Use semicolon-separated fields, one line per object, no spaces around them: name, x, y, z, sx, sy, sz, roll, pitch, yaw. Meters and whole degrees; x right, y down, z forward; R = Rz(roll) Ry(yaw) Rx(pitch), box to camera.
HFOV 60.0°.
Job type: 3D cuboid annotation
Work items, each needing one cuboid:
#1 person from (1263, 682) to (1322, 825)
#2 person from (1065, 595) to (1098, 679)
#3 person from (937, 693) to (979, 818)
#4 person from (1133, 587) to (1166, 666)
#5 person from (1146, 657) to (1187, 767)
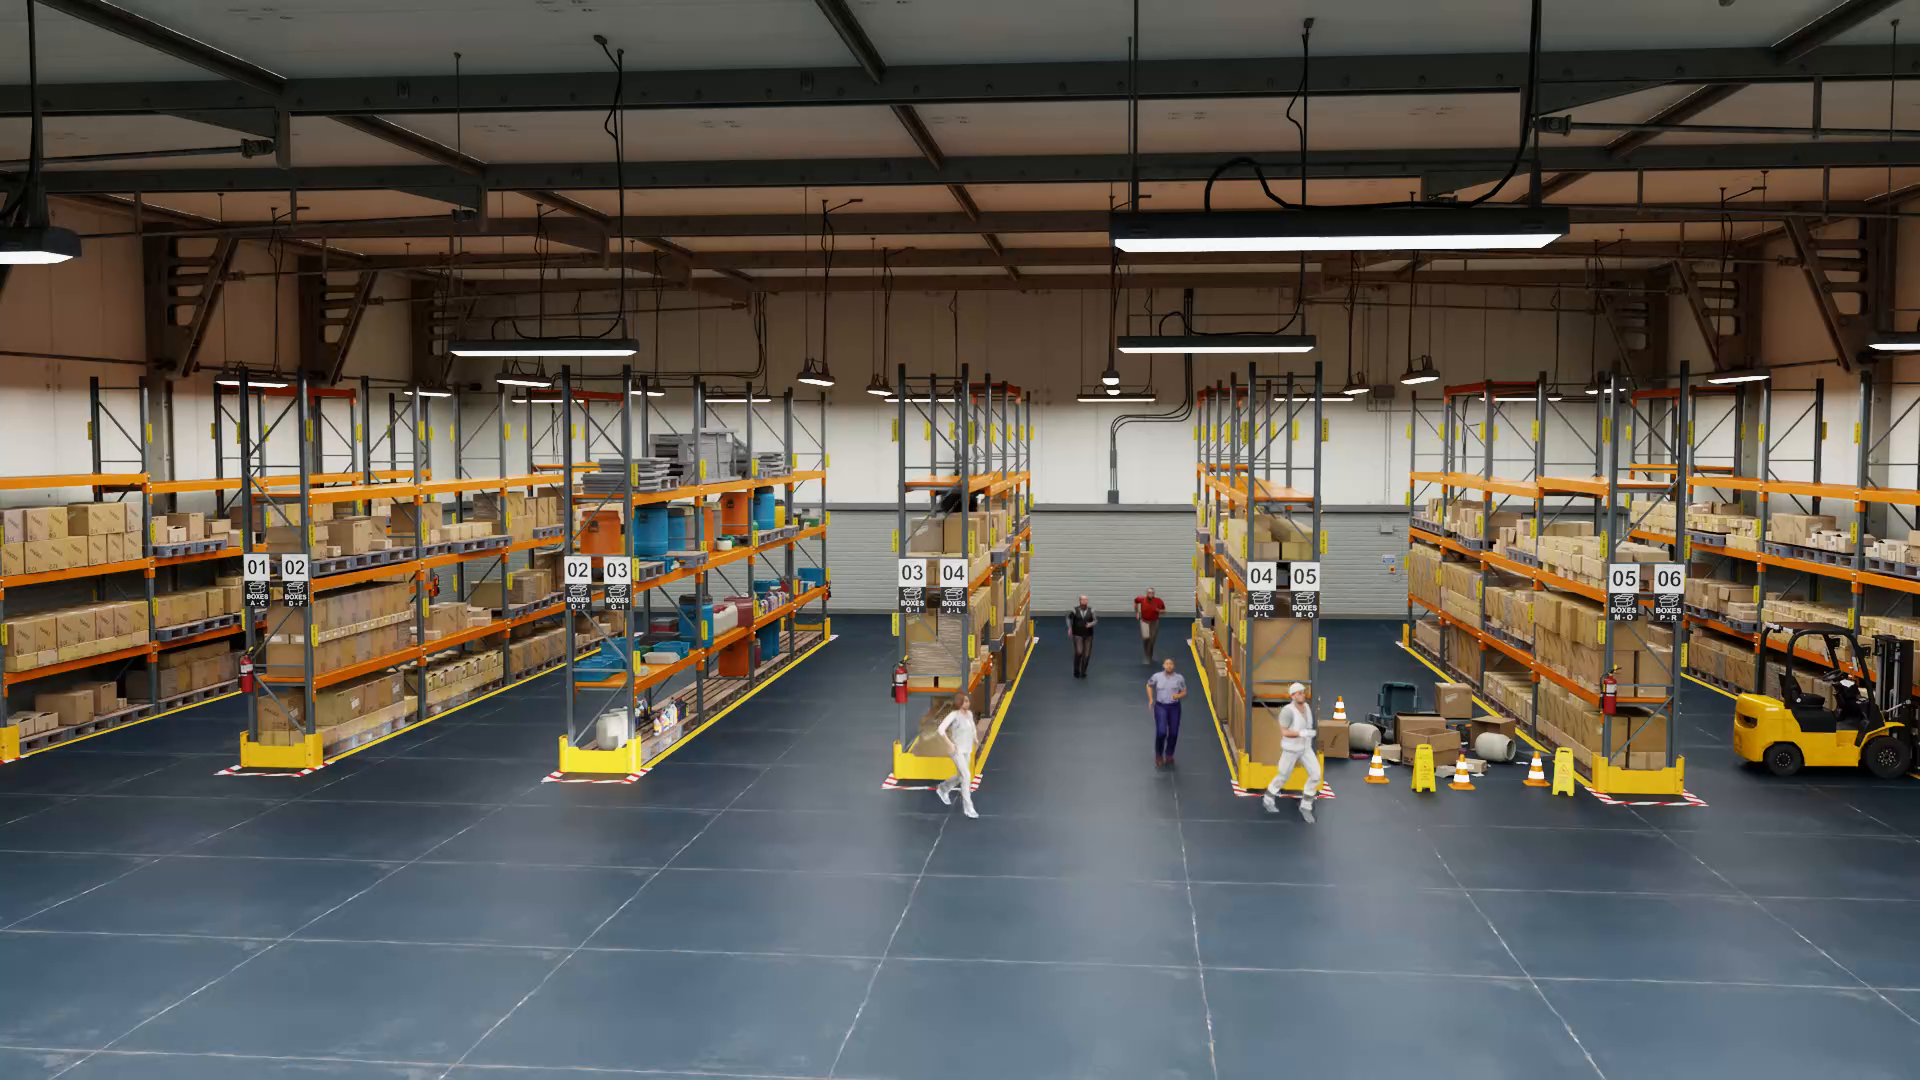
person;4.338;2.732;21.469;0.676;1.817;0.908;-2;4;-31
person;2.494;1.974;33.857;0.628;1.707;0.683;0;4;-6
person;-0.011;2.804;21.902;0.774;1.599;0.559;3;5;39
person;4.098;1.864;35.987;0.656;1.718;0.962;0;4;-2
person;3.116;2.585;24.982;0.577;1.660;0.672;0;4;-1
